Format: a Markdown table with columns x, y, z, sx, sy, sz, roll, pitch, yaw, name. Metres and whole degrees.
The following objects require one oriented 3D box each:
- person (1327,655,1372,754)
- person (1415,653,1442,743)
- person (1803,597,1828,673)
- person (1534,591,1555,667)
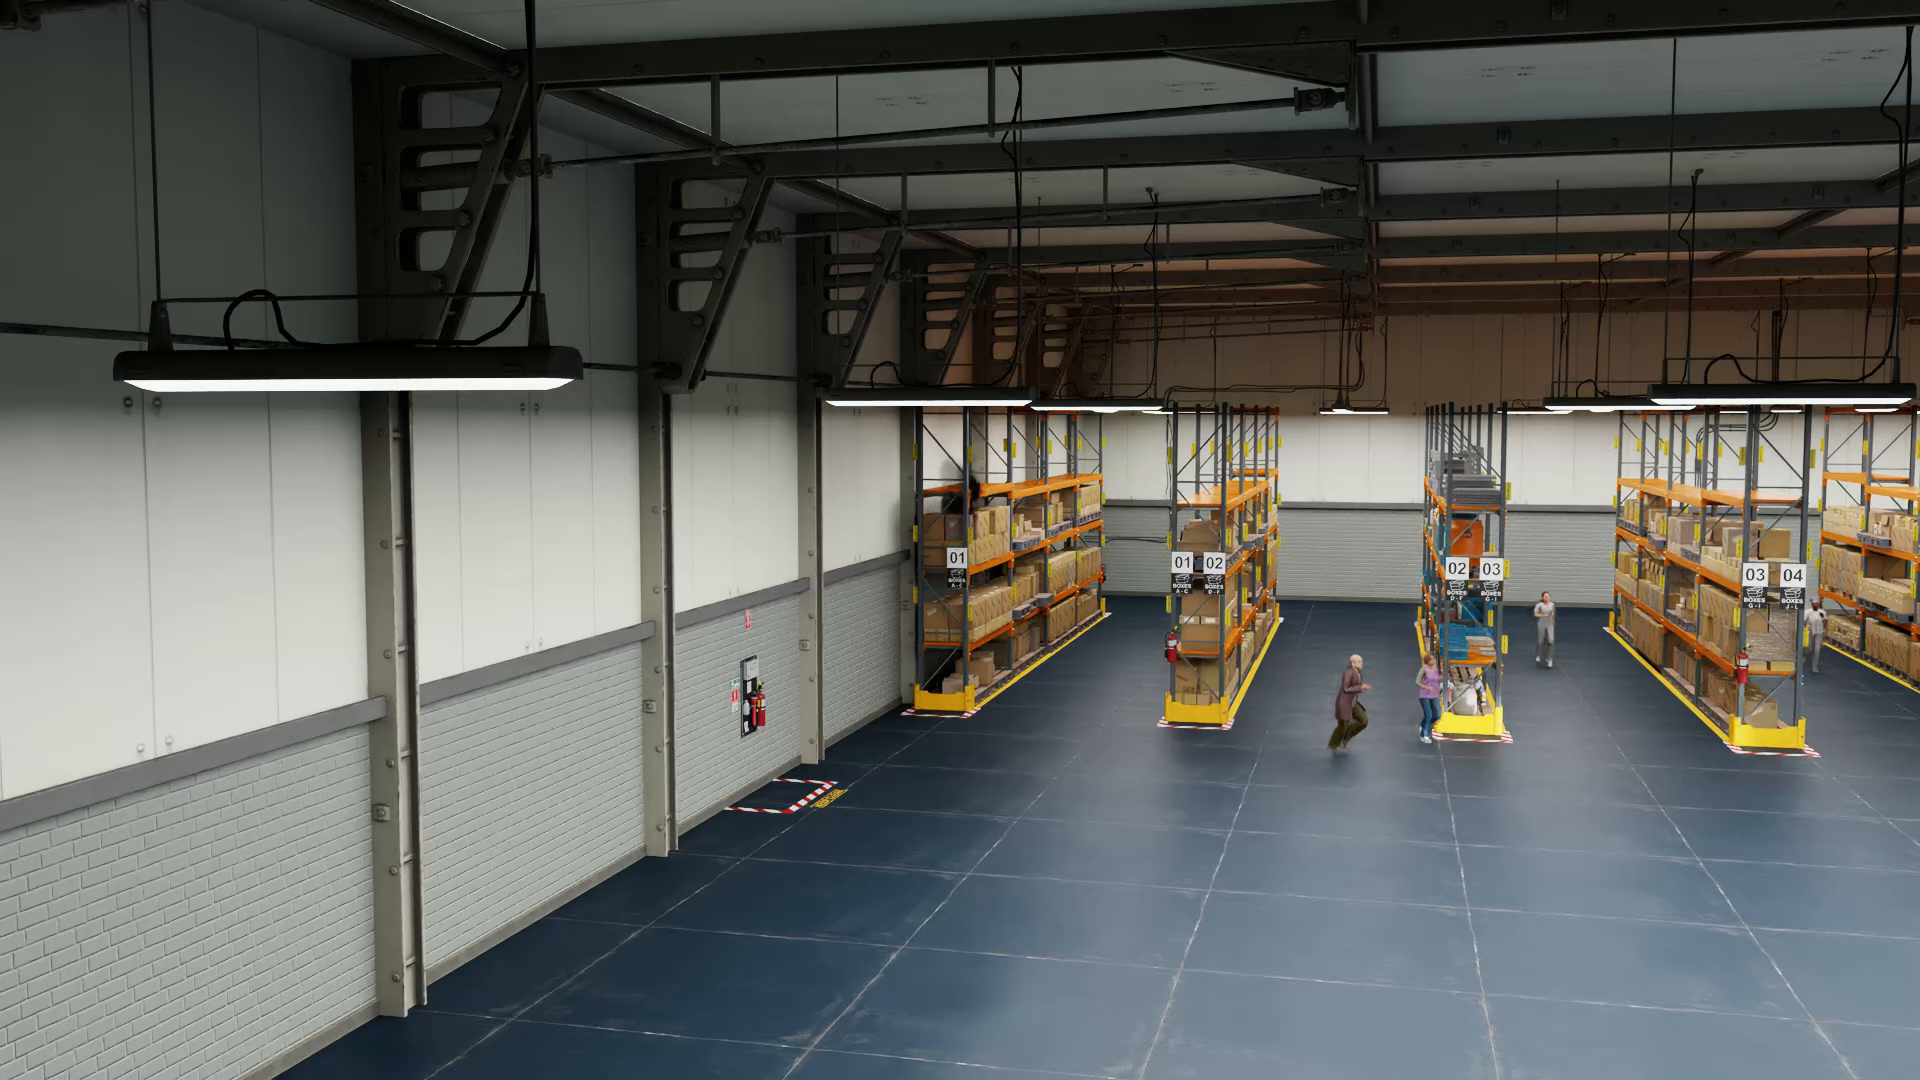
| x | y | z | sx | sy | sz | roll | pitch | yaw | name |
| --- | --- | --- | --- | --- | --- | --- | --- | --- | --- |
| 6.577 | 2.777 | 28.055 | 0.850 | 1.720 | 0.671 | 4 | 6 | 43 | person |
| 8.288 | 2.791 | 29.292 | 0.545 | 1.580 | 0.521 | -2 | 5 | -25 | person |
| 19.336 | 2.122 | 37.643 | 0.585 | 1.694 | 0.744 | 1 | 4 | 13 | person |
| 13.517 | 2.044 | 38.464 | 0.554 | 1.738 | 0.797 | 0 | 4 | 3 | person |
